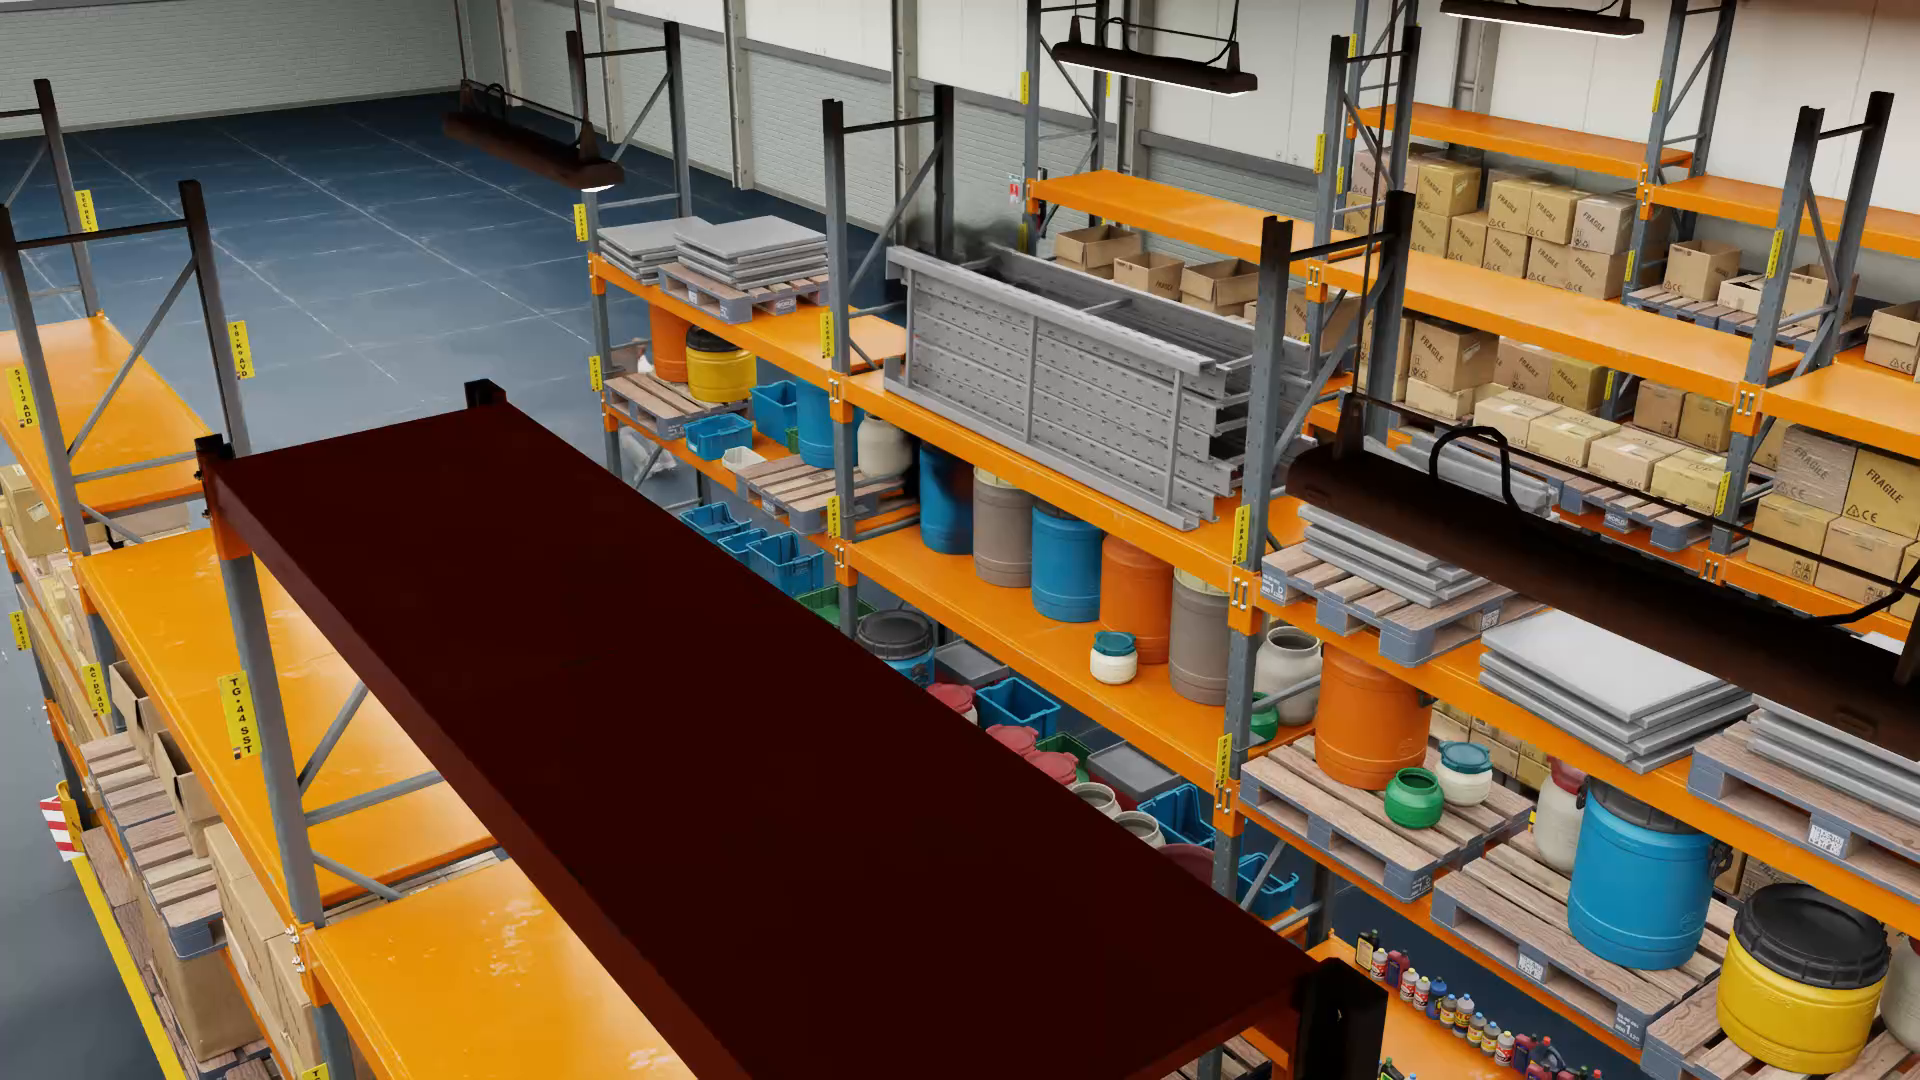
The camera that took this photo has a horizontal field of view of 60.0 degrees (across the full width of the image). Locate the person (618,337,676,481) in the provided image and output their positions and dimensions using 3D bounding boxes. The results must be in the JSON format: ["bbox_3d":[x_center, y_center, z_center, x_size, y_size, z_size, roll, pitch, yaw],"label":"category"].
[{"bbox_3d":[-3.918,-1.599,20.347,0.782,1.807,0.674,-5,25,-10],"label":"person"}]
